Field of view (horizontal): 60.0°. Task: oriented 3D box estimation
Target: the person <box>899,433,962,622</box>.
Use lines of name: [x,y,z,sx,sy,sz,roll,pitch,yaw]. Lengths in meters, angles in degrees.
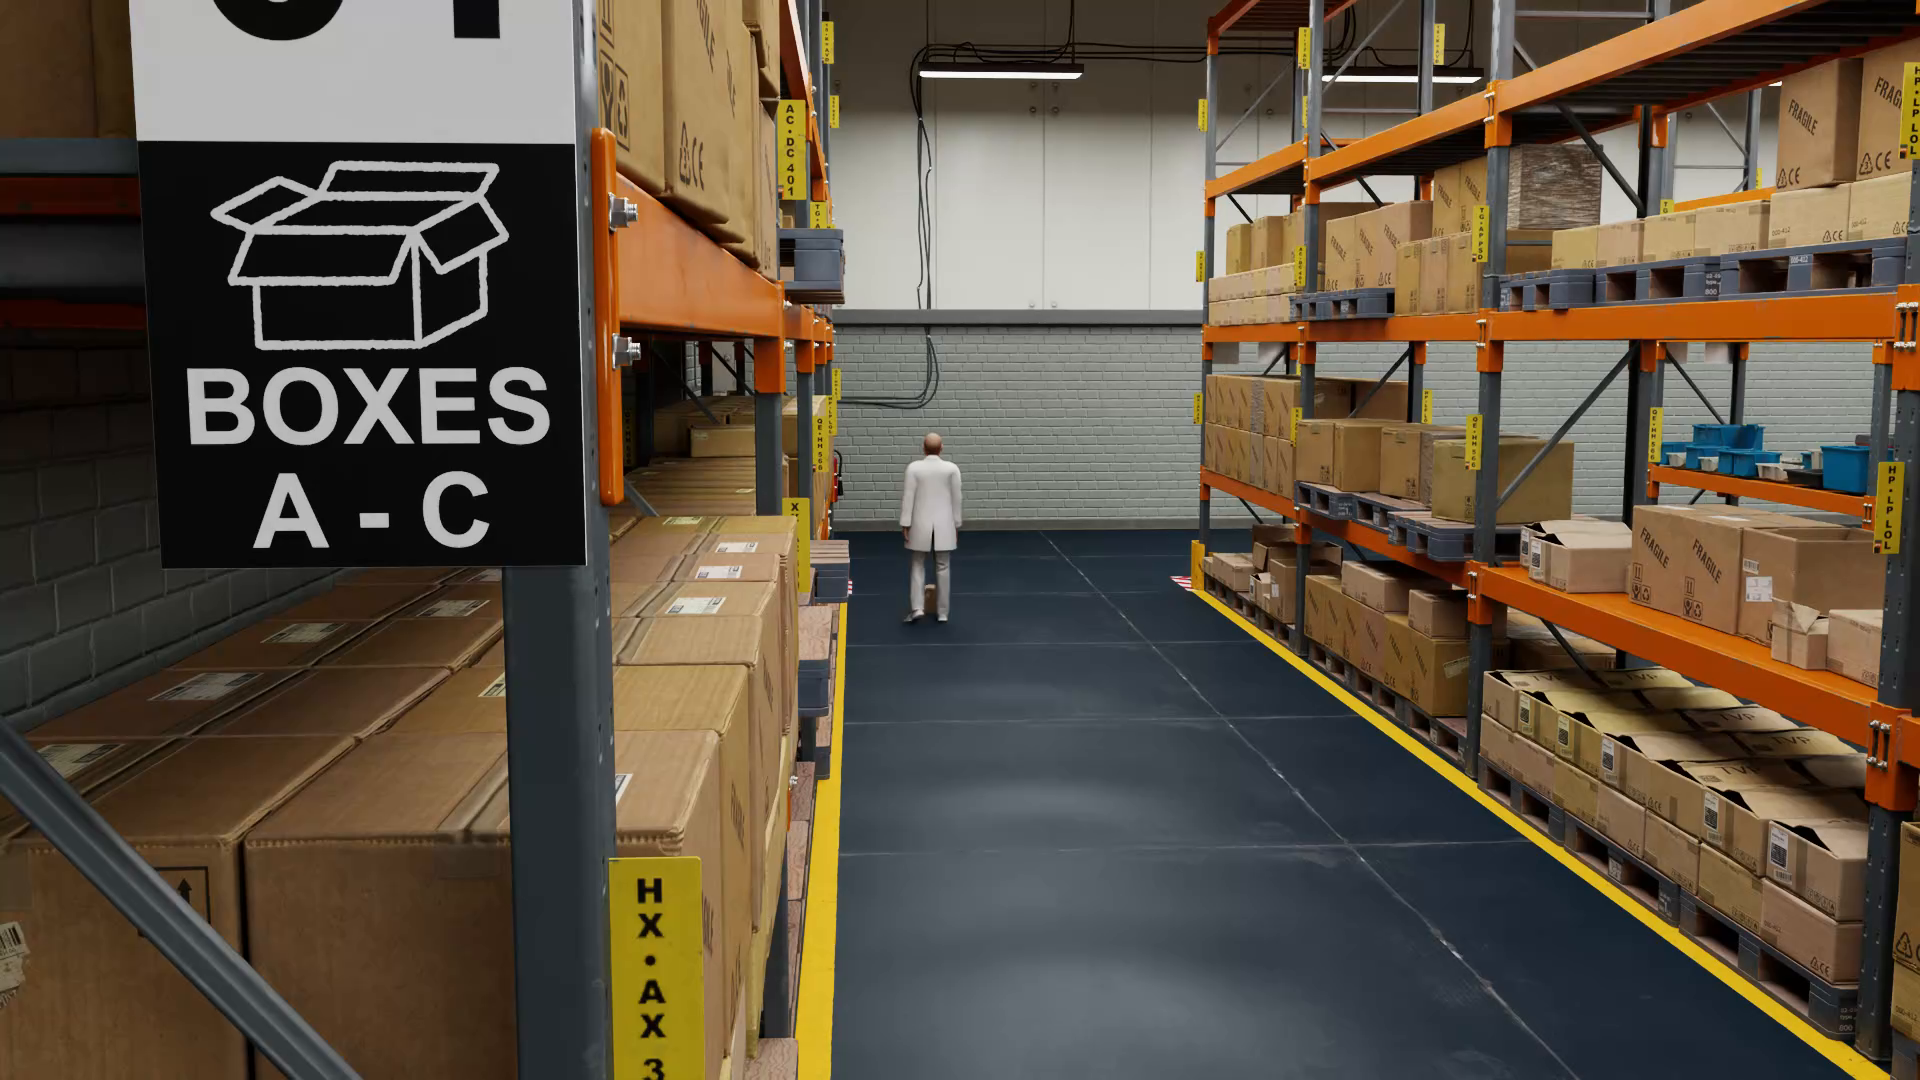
person: [-0.280,-0.082,15.781,0.593,1.864,0.470,0,7,-4]
